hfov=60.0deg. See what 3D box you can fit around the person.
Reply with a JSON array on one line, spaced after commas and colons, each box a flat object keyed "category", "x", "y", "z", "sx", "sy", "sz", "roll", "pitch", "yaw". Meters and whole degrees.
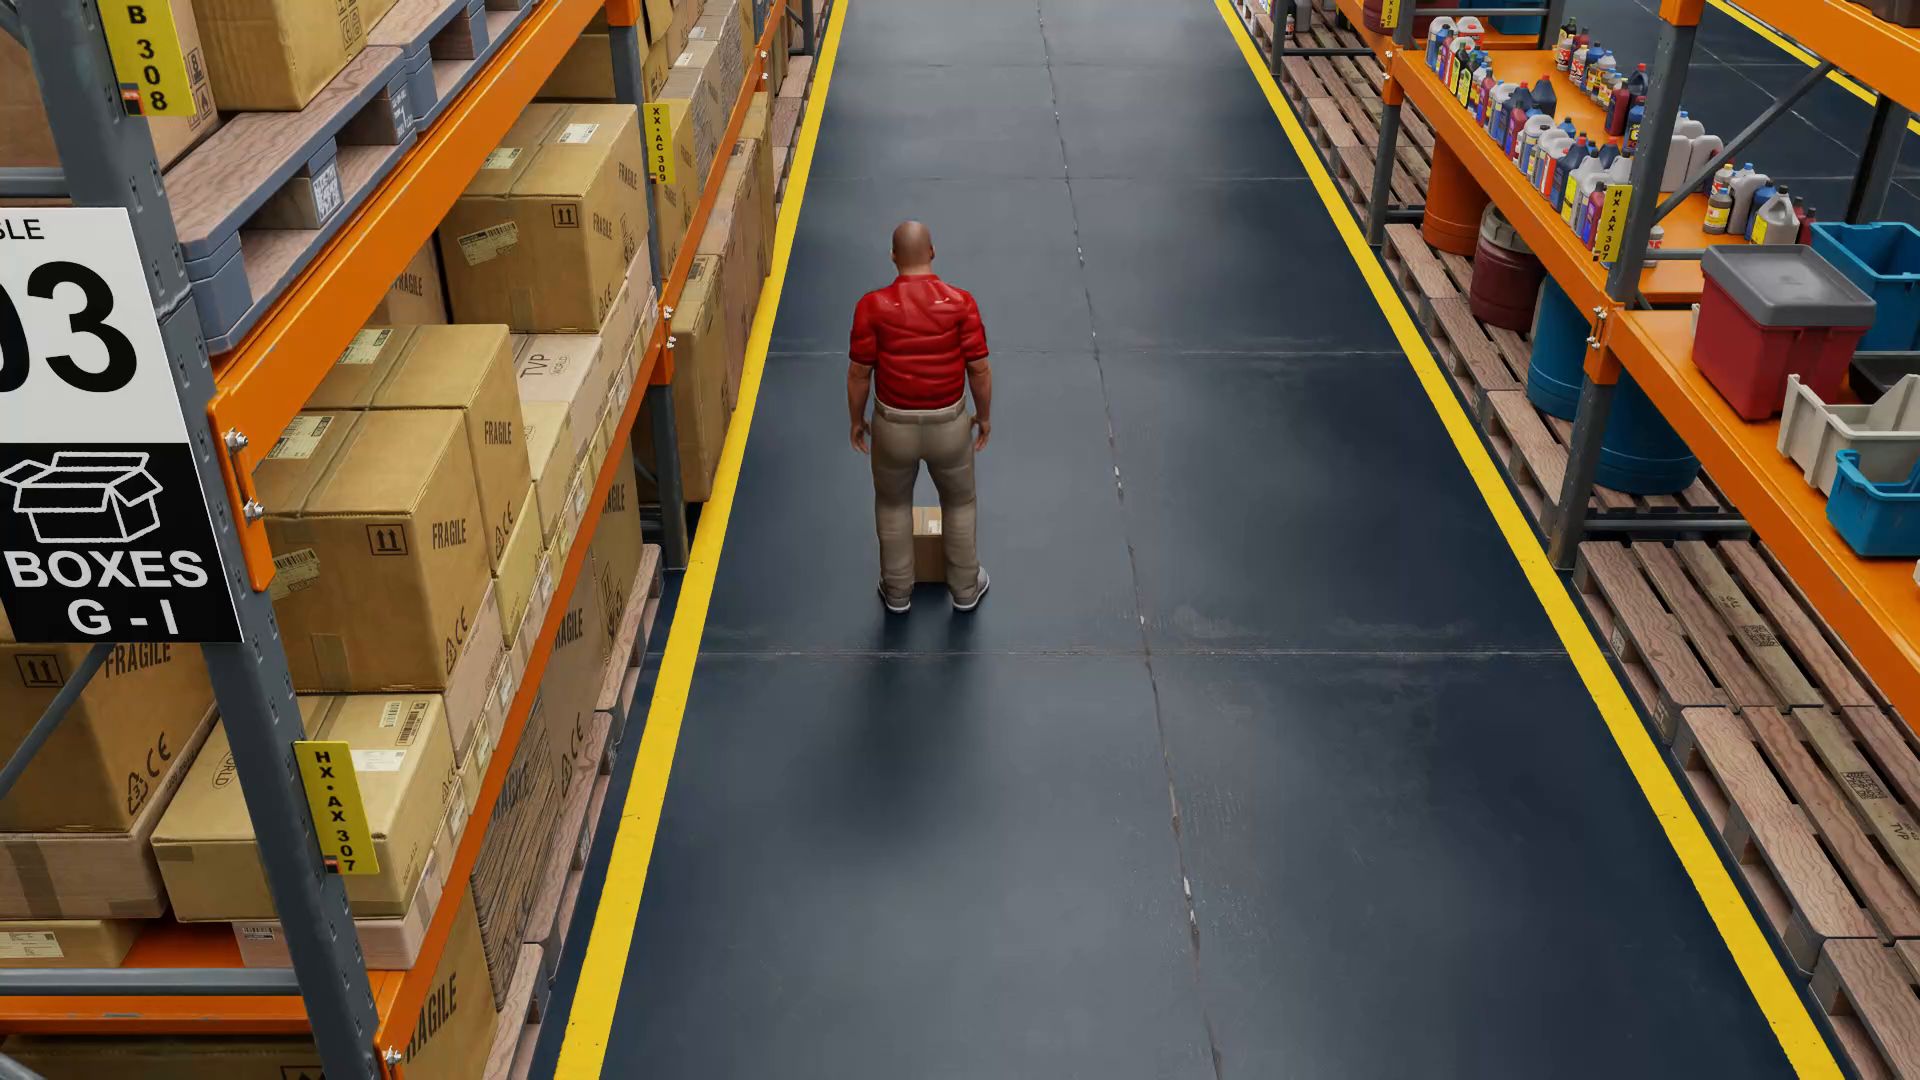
[{"category": "person", "x": -0.162, "y": -0.480, "z": 6.936, "sx": 0.593, "sy": 1.726, "sz": 0.386, "roll": -1, "pitch": 31, "yaw": -1}]
